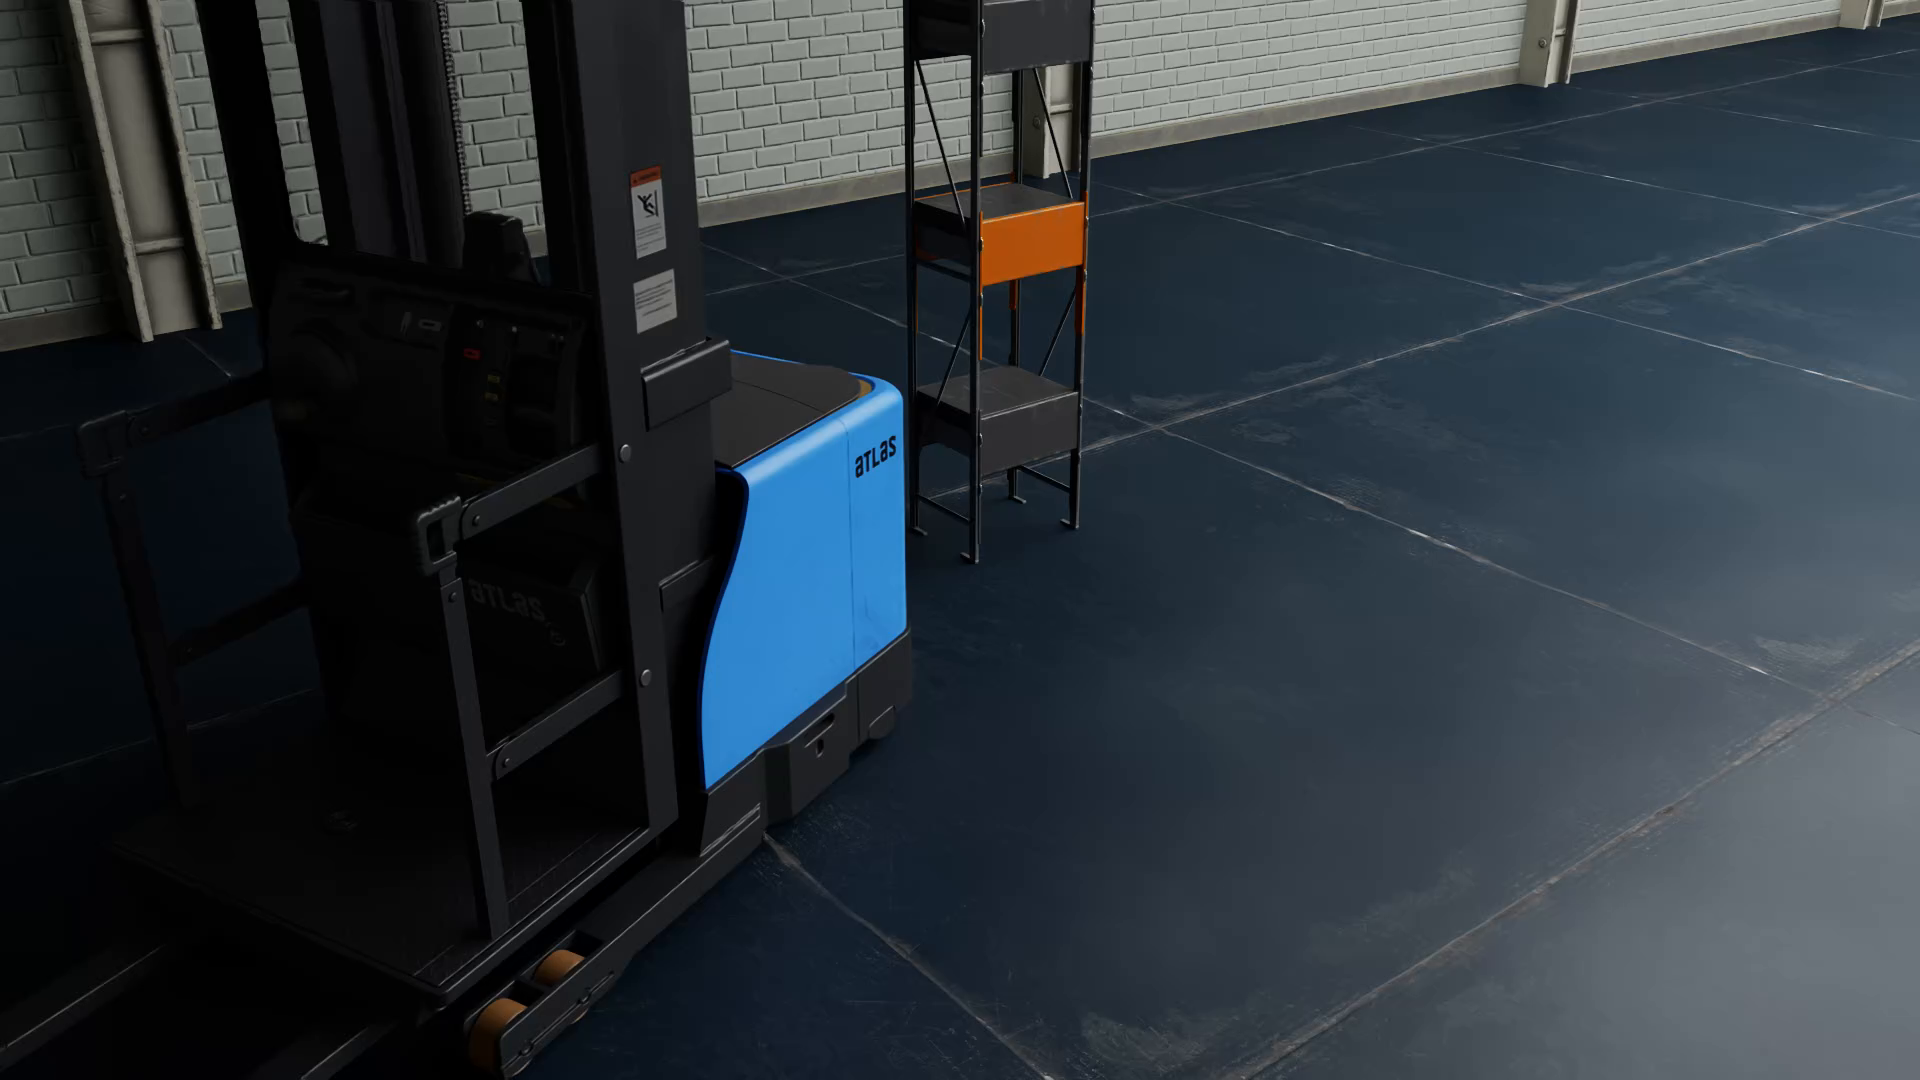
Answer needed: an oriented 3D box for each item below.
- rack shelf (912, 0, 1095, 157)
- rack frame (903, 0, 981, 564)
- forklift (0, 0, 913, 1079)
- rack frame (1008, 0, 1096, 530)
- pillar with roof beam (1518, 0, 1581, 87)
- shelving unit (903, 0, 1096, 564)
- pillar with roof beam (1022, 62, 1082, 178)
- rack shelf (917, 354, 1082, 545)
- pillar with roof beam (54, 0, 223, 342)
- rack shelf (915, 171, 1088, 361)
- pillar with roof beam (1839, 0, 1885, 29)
[{"bbox_3d":[0.130,-1.618,5.612,0.480,0.518,0.431,-18,31,-34],"label":"rack shelf"},{"bbox_3d":[-0.062,-0.932,5.764,0.015,2.100,0.400,-18,31,-34],"label":"rack frame"},{"bbox_3d":[-1.303,-0.360,3.543,1.130,2.935,3.031,13,28,26],"label":"forklift"},{"bbox_3d":[0.322,-1.059,6.037,0.015,2.100,0.400,-18,31,-34],"label":"rack frame"},{"bbox_3d":[8.027,-6.873,10.369,0.400,9.000,9.100,-18,31,-34],"label":"pillar with roof beam"},{"bbox_3d":[0.130,-0.995,5.901,0.503,2.100,0.431,-18,31,-34],"label":"shelving unit"},{"bbox_3d":[3.306,-5.314,7.011,0.400,9.000,9.100,-18,31,-34],"label":"pillar with roof beam"},{"bbox_3d":[0.130,-0.348,6.201,0.480,0.518,0.431,-18,31,-34],"label":"rack shelf"},{"bbox_3d":[-1.416,-3.756,3.653,0.400,9.000,9.100,-18,31,-34],"label":"pillar with roof beam"},{"bbox_3d":[0.130,-0.983,5.906,0.480,0.518,0.431,-18,31,-34],"label":"rack shelf"},{"bbox_3d":[12.749,-8.431,13.728,0.400,9.000,9.100,-18,31,-34],"label":"pillar with roof beam"}]
